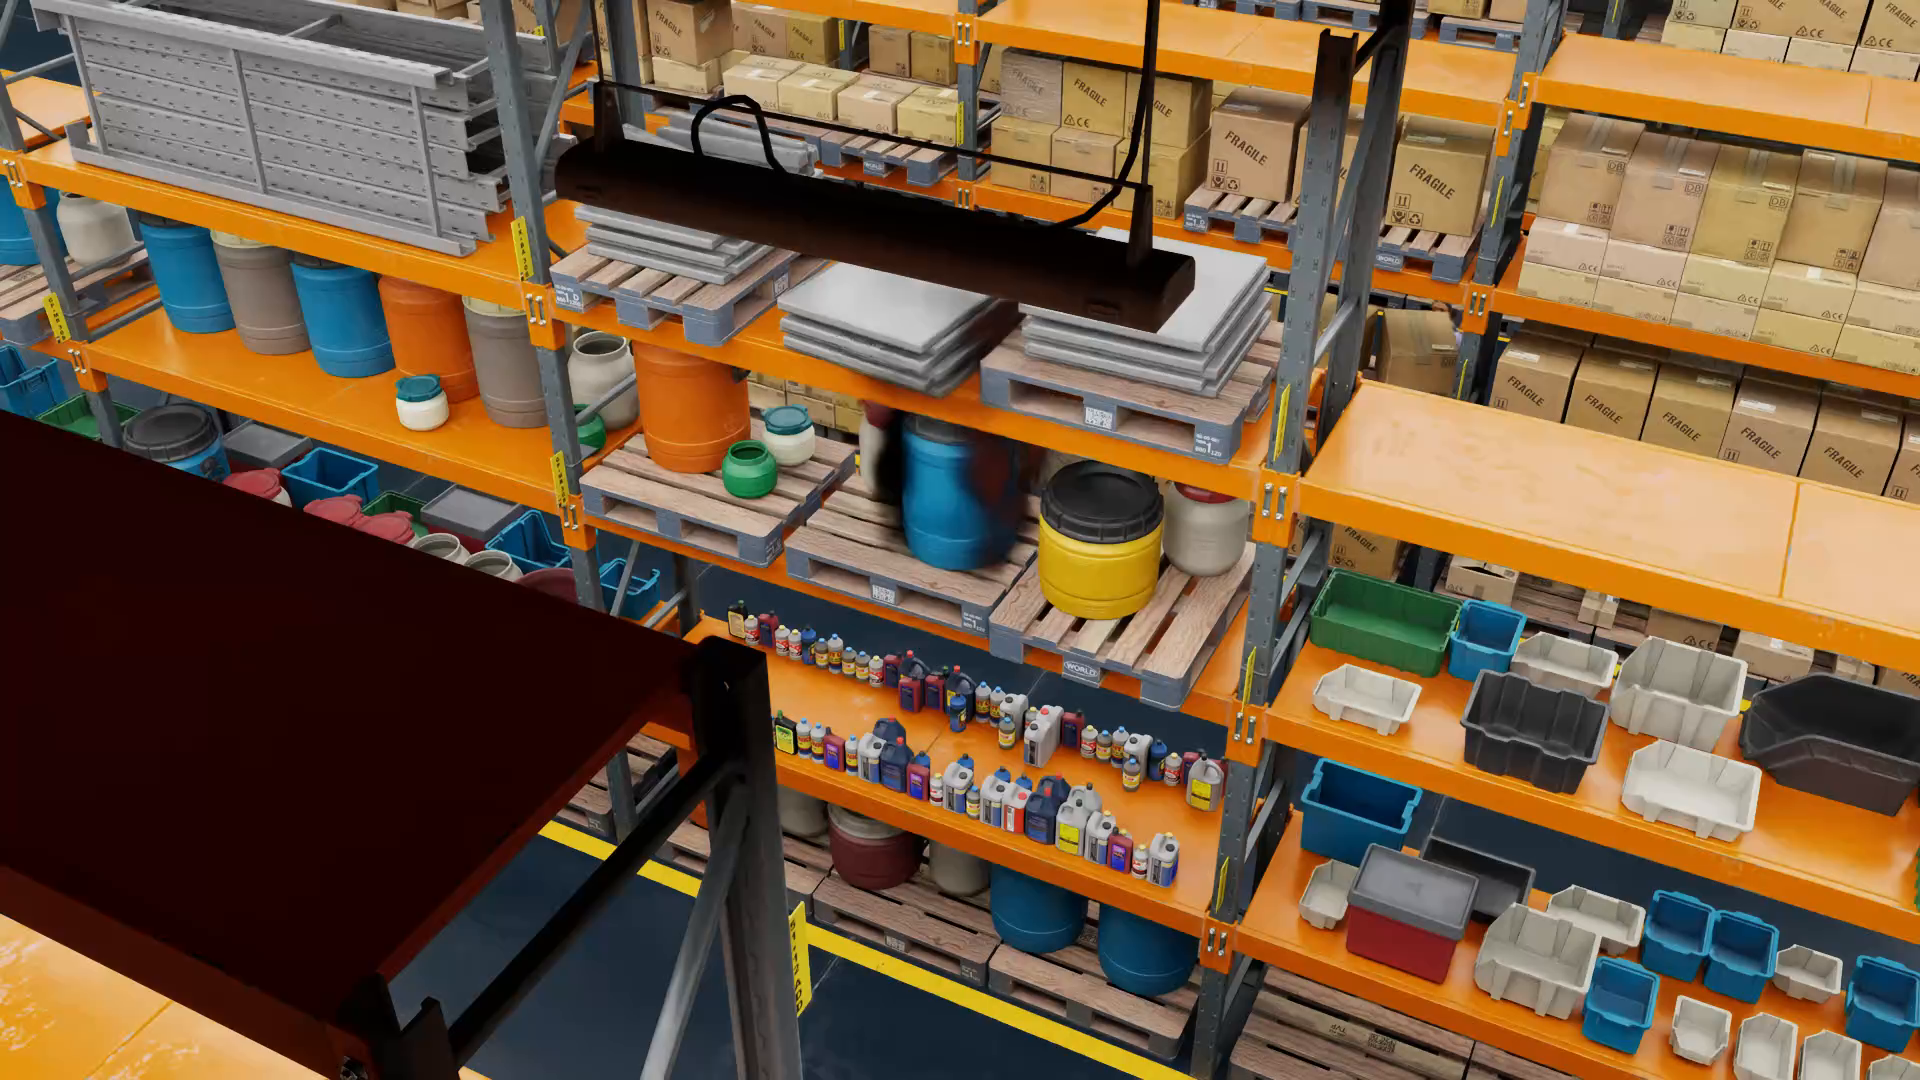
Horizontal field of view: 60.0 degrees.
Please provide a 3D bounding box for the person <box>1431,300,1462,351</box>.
[{"bbox_3d":[3.990,-1.357,14.396,0.445,1.648,0.506,-9,36,-13],"label":"person"}]
